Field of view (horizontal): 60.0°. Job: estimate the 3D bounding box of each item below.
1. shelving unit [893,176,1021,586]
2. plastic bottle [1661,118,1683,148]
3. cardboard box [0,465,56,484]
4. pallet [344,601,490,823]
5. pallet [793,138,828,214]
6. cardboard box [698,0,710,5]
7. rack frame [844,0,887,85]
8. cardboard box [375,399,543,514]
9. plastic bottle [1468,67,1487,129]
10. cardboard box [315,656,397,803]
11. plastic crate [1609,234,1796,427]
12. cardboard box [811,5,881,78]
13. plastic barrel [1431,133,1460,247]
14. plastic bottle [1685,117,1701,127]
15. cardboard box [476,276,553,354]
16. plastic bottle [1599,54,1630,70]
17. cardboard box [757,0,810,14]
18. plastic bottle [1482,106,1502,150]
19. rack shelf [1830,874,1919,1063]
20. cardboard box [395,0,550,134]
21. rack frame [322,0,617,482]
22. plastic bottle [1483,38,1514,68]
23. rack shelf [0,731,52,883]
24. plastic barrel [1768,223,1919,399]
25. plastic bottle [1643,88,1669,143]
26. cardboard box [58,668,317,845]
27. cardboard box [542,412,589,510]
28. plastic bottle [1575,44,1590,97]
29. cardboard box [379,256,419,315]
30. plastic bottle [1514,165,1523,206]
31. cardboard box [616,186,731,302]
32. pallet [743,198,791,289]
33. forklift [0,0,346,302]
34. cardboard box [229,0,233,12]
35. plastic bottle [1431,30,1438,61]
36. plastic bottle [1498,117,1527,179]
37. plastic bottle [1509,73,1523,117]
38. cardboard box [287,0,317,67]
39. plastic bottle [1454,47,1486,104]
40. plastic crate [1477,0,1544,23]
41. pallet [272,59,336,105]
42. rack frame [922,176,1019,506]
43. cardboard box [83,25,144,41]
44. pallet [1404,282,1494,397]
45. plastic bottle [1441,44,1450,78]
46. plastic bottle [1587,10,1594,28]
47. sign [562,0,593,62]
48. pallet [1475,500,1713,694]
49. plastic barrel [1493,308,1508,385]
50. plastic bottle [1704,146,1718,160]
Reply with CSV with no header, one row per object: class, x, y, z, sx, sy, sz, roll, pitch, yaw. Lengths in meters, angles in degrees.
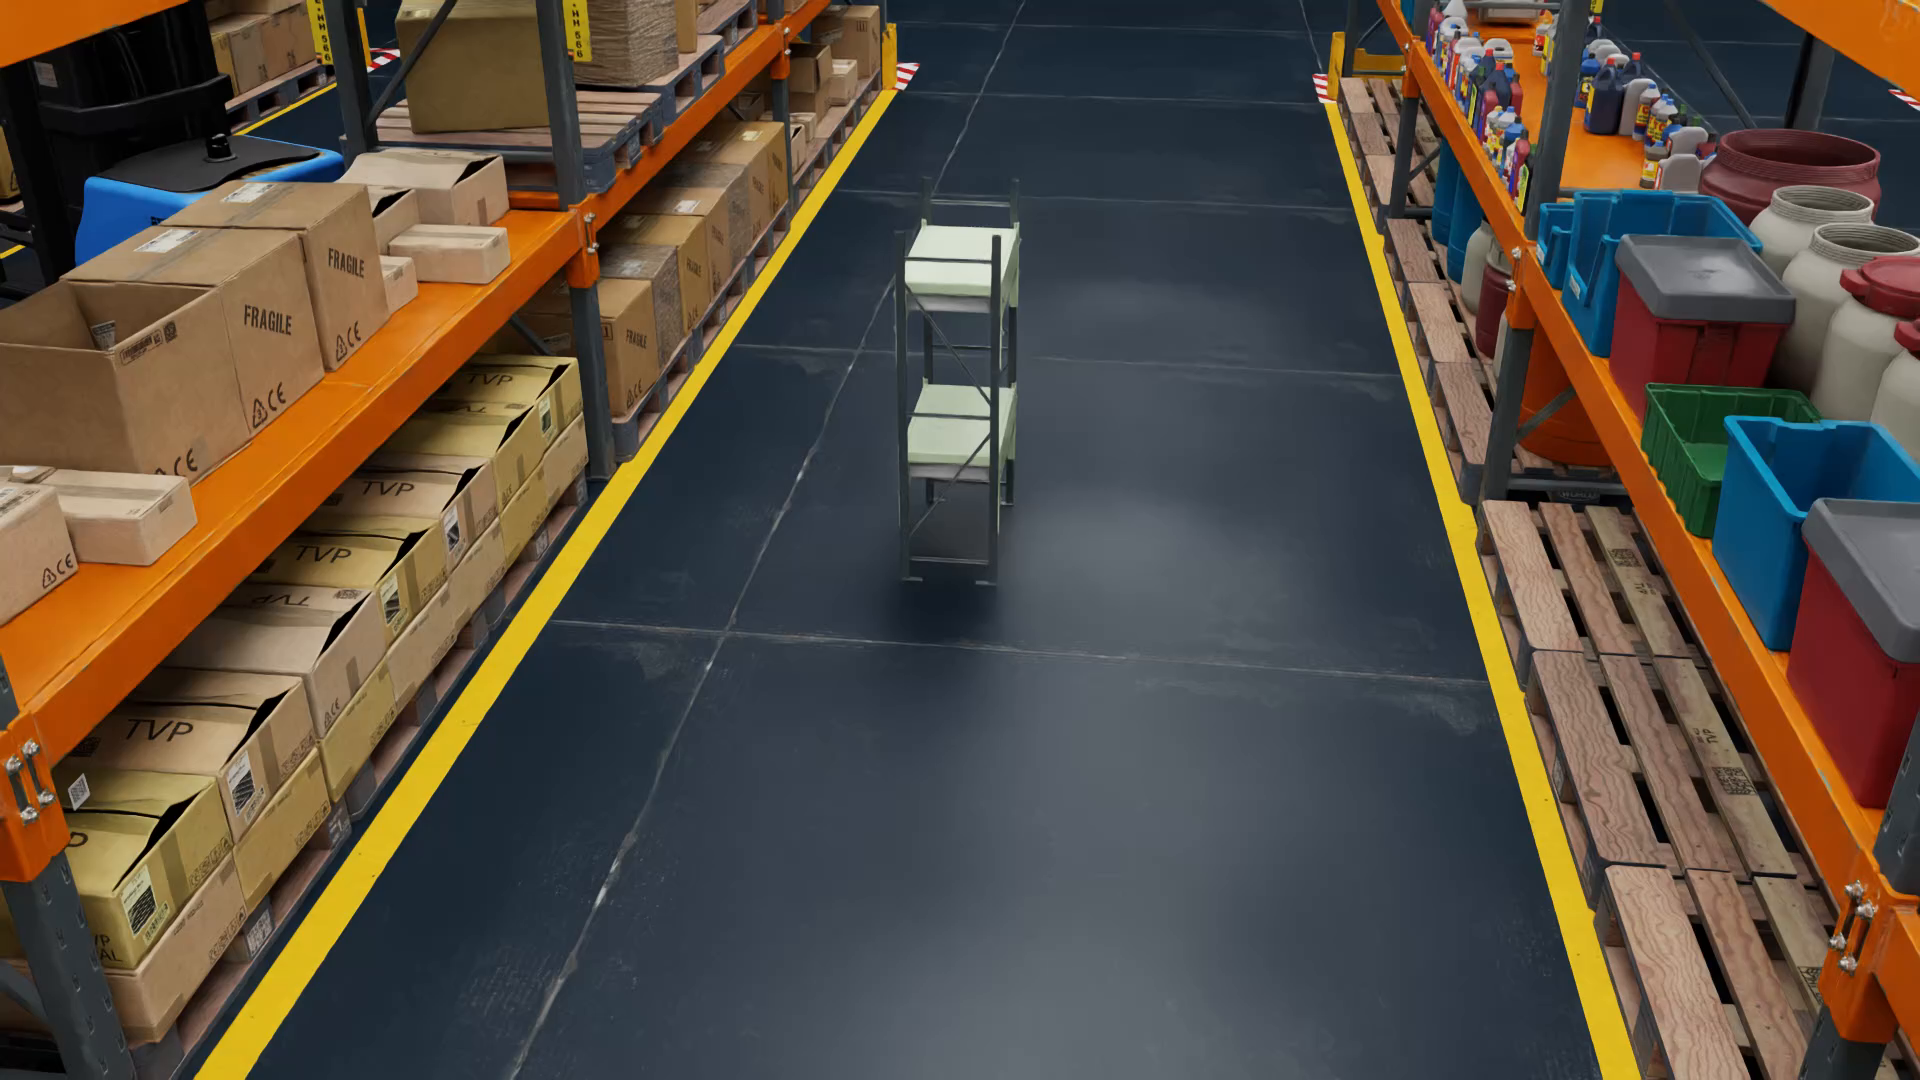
shelving unit,-0.001,-0.657,6.888,0.431,1.500,0.755,3,28,6
plastic bottle,3.203,-1.764,7.496,0.097,0.271,0.097,0,28,0
cardboard box,-2.689,-0.133,4.476,0.396,0.266,0.258,3,28,5
pallet,-2.416,0.535,6.034,1.003,0.211,1.213,3,28,6
pallet,-1.549,-2.629,11.907,1.003,0.211,1.213,3,28,6
cardboard box,-1.914,-3.552,10.133,0.700,0.500,0.500,-6,29,-11
rack frame,-1.144,-5.416,14.141,1.000,3.000,0.127,3,28,6
cardboard box,-2.001,-0.366,6.632,0.500,0.311,0.500,3,28,5
plastic bottle,2.597,-2.213,8.317,0.061,0.283,0.133,3,28,6
cardboard box,-2.194,0.598,5.434,0.500,0.250,0.500,3,28,5
plastic crate,2.290,-0.646,5.219,0.402,0.464,0.583,3,28,6
cardboard box,-0.966,-4.239,14.128,0.500,0.500,0.500,3,28,6
plastic barrel,3.198,-2.250,10.033,0.600,0.901,0.708,3,28,6
plastic bottle,3.284,-1.773,7.501,0.061,0.283,0.133,3,28,6
cardboard box,-2.242,-1.198,8.482,0.500,0.500,0.500,4,29,8
plastic bottle,3.403,-2.403,8.679,0.152,0.276,0.135,3,28,6
cardboard box,-1.301,-3.802,11.038,0.500,0.500,0.500,4,29,8
plastic bottle,2.562,-1.971,7.956,0.097,0.201,0.097,0,28,0
rack shelf,2.056,1.780,1.542,1.077,0.370,4.000,3,28,6
cardboard box,-2.159,-2.182,7.590,0.700,0.500,0.500,-6,29,-11
rack frame,-2.124,-1.651,7.151,1.000,3.000,0.127,3,28,6
plastic bottle,2.884,-2.549,8.949,0.152,0.276,0.135,3,28,6
rack shelf,-2.859,1.490,2.079,1.077,0.370,4.000,3,28,6
plastic barrel,2.826,-0.715,5.297,0.421,0.512,0.421,0,28,0
plastic bottle,3.352,-2.036,7.989,0.061,0.283,0.133,3,28,6
cardboard box,-2.250,0.596,4.847,0.500,0.311,0.500,3,28,6
cardboard box,-1.946,-0.363,7.218,0.500,0.250,0.500,4,29,7
plastic bottle,3.305,-2.509,8.880,0.097,0.271,0.097,0,28,0
cardboard box,-2.224,-0.936,6.090,0.380,0.149,0.250,5,29,10
plastic bottle,2.450,-1.542,7.159,0.097,0.201,0.097,0,28,0
cardboard box,-1.601,-1.670,9.359,0.500,0.500,0.500,2,28,4
pallet,-1.696,-1.921,10.593,1.003,0.211,1.213,3,28,6
forklift,-4.789,-2.538,8.870,3.031,2.935,1.130,15,32,25
cardboard box,-6.291,-4.569,14.077,0.380,0.149,0.250,3,29,6
plastic bottle,2.801,-2.890,9.662,0.097,0.201,0.097,0,28,0
plastic bottle,2.502,-1.773,7.514,0.097,0.271,0.097,0,28,0
plastic bottle,2.724,-2.141,8.185,0.061,0.283,0.133,3,28,6
cardboard box,-6.047,-4.452,14.543,0.700,0.500,0.500,3,28,6
plastic bottle,2.705,-2.448,8.763,0.152,0.276,0.135,3,28,6
plastic crate,3.481,-3.365,10.548,0.396,0.136,0.243,3,28,6
pallet,-6.081,-4.094,14.626,1.003,0.211,1.213,3,28,6
rack frame,0.044,-0.829,7.208,0.400,1.500,0.023,3,28,6
cardboard box,-6.478,-3.851,12.745,0.380,0.149,0.250,2,28,5
pallet,2.999,-1.080,9.031,1.003,0.211,1.213,3,28,6
plastic bottle,2.749,-2.690,9.289,0.097,0.201,0.097,0,28,0
plastic bottle,3.494,-2.770,9.282,0.144,0.351,0.185,3,28,6
sign,-1.573,-2.130,6.820,0.100,0.325,0.005,3,28,6
pallet,2.658,0.229,6.602,1.003,0.211,1.213,3,28,6
plastic barrel,2.815,-0.953,8.036,0.421,0.512,0.421,0,28,0
plastic bottle,3.207,-1.542,7.086,0.097,0.271,0.097,0,28,0
